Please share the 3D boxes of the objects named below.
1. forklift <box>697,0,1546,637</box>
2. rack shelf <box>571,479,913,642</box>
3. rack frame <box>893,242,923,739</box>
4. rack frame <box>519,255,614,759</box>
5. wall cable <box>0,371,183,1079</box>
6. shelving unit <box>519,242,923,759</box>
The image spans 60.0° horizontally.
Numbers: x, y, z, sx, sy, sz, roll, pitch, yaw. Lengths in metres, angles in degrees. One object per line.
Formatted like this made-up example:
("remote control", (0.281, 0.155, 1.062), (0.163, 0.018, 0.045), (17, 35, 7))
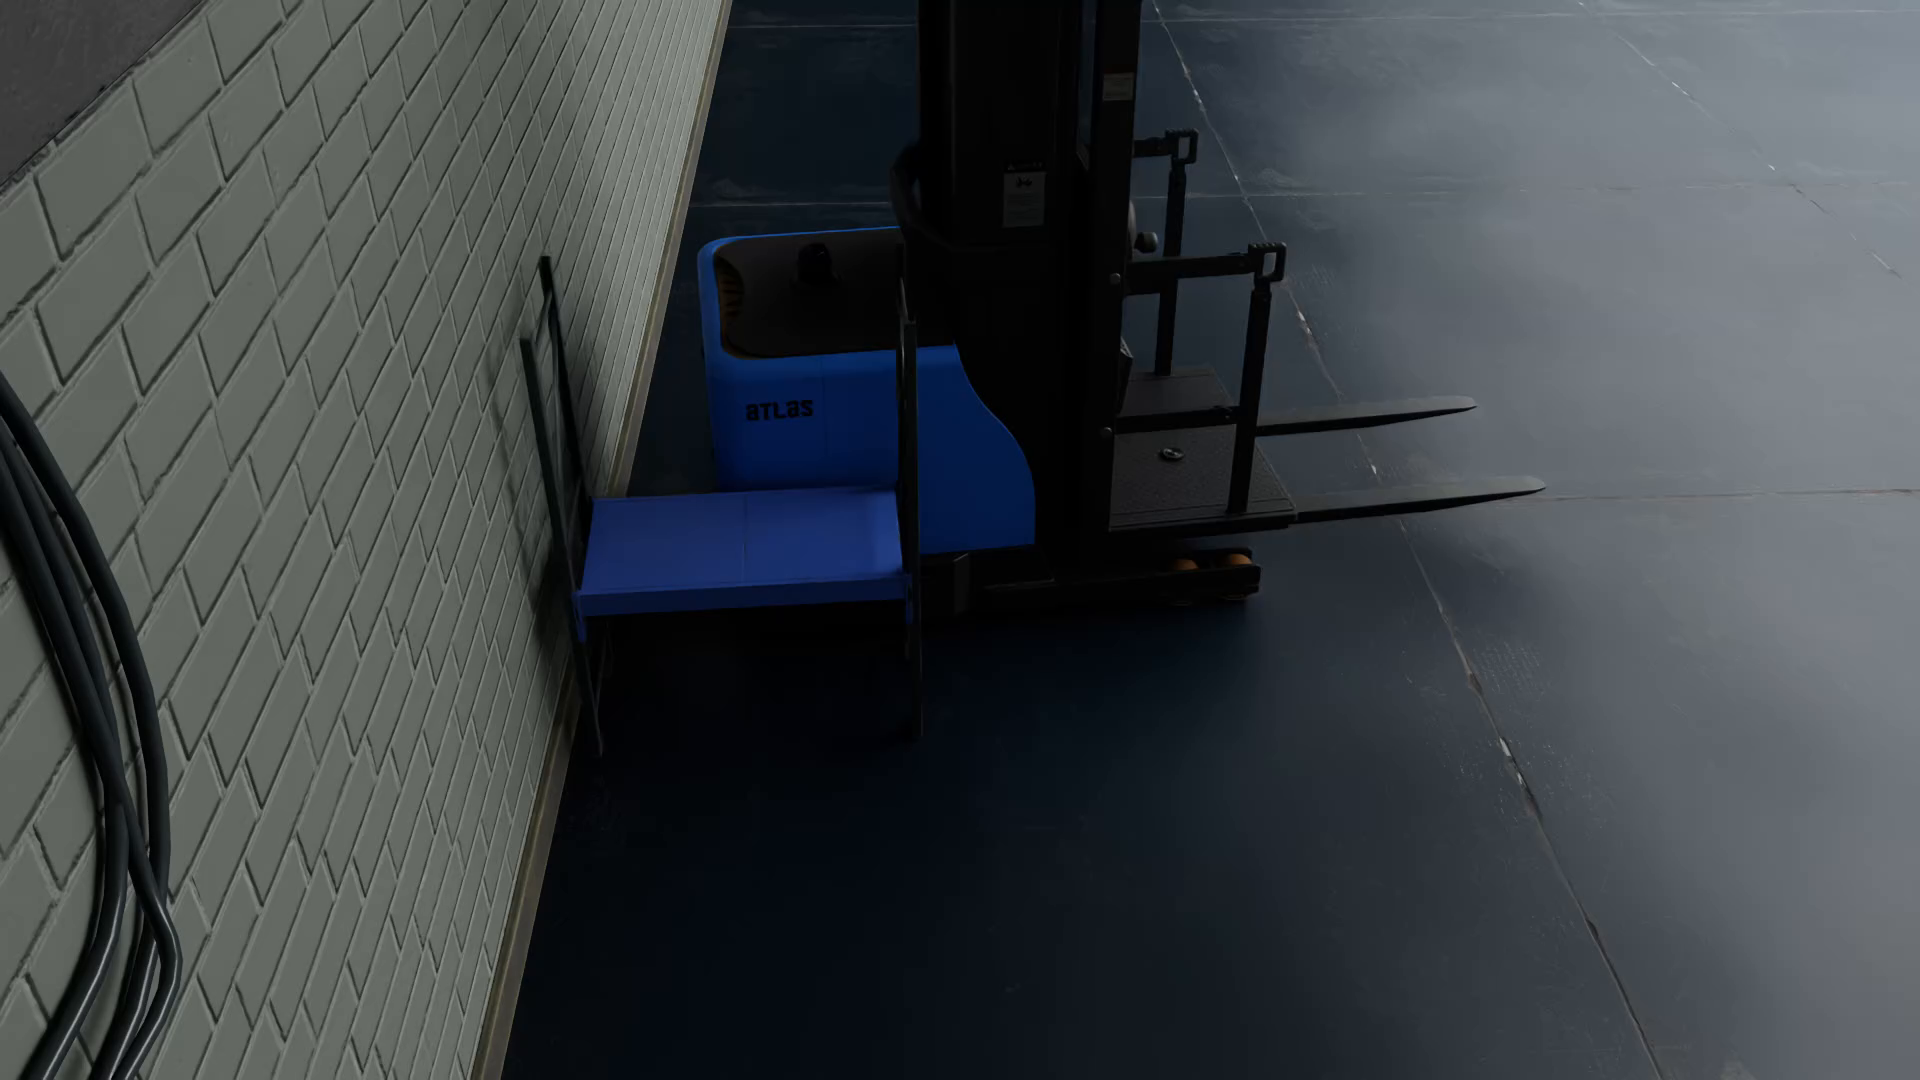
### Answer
("forklift", (0.619, -1.263, 5.500), (3.031, 2.935, 1.130), (-5, 35, -8))
("rack shelf", (-0.664, 0.056, 5.159), (1.000, 0.185, 0.538), (-3, 36, -4))
("rack frame", (-0.157, -0.117, 5.092), (0.032, 1.500, 0.500), (-3, 36, -4))
("rack frame", (-1.170, -0.064, 5.015), (0.032, 1.500, 0.500), (-3, 36, -4))
("wall cable", (-1.035, 0.353, 0.561), (0.112, 2.526, 3.097), (-2, 35, -2))
("shelving unit", (-0.663, -0.090, 5.053), (1.048, 1.500, 0.538), (-3, 36, -4))
